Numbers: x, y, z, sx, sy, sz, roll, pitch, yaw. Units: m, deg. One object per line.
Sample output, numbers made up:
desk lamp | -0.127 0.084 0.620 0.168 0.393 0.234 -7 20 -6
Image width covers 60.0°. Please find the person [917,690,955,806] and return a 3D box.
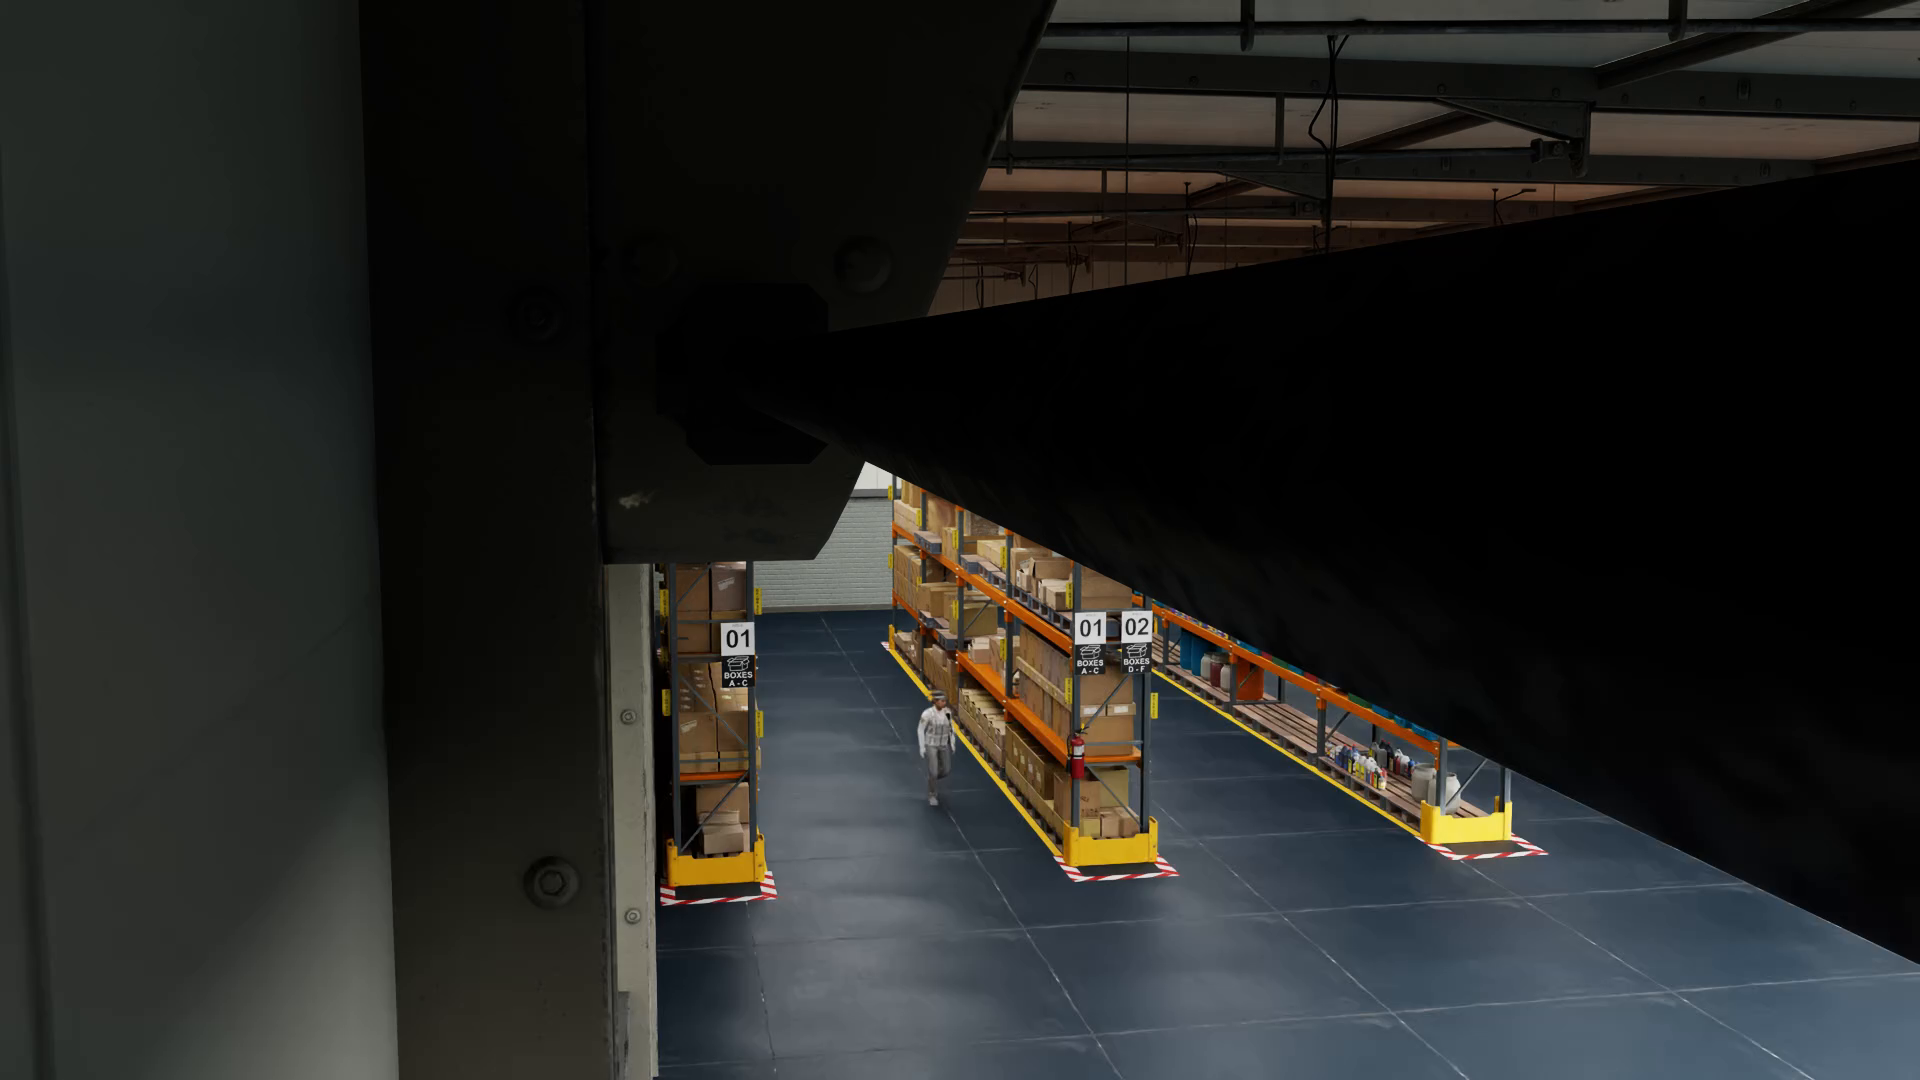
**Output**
person | -0.374 2.945 23.877 0.551 1.654 0.551 -4 7 -30
